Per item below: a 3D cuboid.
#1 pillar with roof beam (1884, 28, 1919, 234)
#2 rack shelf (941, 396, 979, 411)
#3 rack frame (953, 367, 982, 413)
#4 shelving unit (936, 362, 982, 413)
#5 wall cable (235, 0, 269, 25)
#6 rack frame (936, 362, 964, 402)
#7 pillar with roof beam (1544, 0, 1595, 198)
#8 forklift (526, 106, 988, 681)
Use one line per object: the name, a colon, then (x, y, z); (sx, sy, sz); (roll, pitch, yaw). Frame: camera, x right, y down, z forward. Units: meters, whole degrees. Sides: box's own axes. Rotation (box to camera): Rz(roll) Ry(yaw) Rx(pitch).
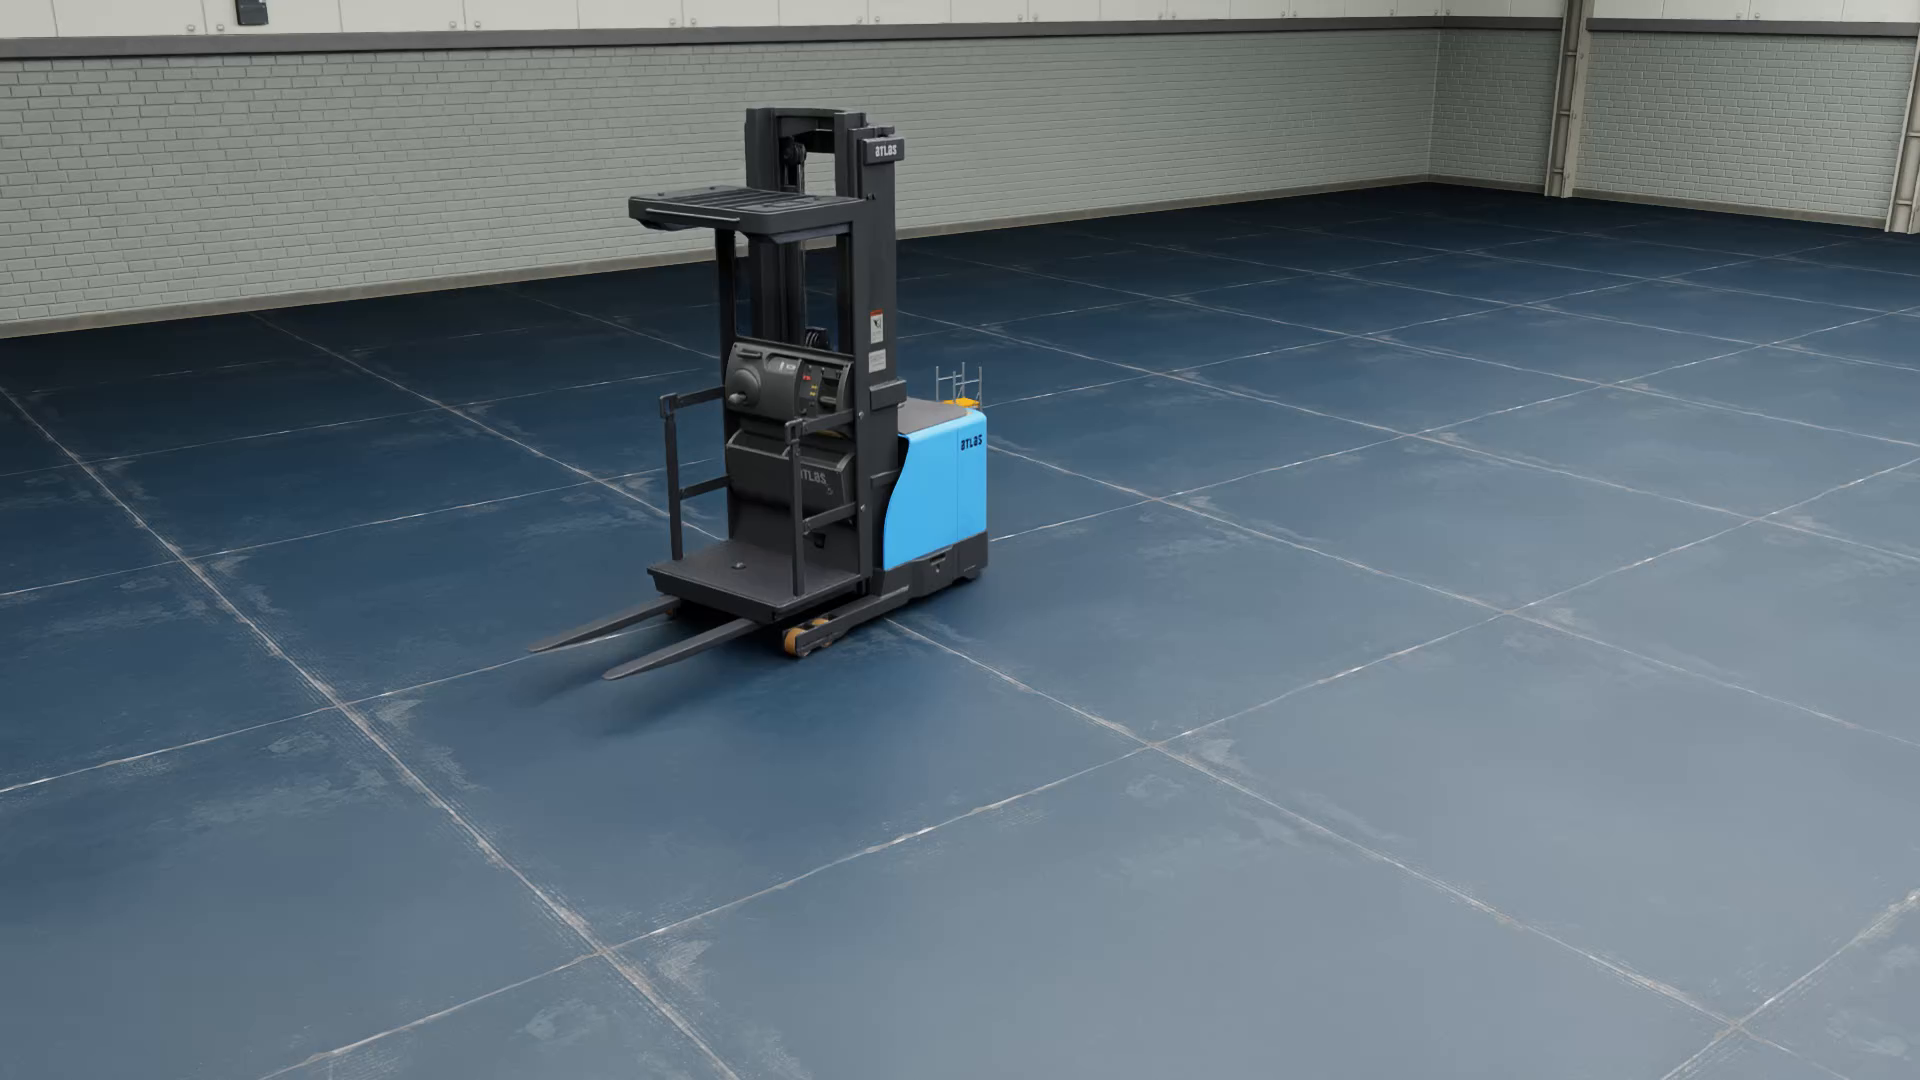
pillar with roof beam: (11.242, -8.215, 21.855); (9.100, 9.000, 0.400); (-14, 23, -36)
rack shelf: (-0.009, -0.873, 11.085); (0.258, 0.103, 0.180); (-14, 23, -36)
rack frame: (0.048, -0.551, 11.117); (0.240, 1.200, 0.006); (-14, 23, -36)
shelving unit: (-0.009, -0.573, 11.185); (0.258, 1.200, 0.189); (-14, 23, -36)
wall cable: (-7.142, -8.833, 18.312); (2.305, 6.003, 0.169); (-14, 23, -36)
rack frame: (-0.066, -0.596, 11.253); (0.240, 1.200, 0.006); (-14, 23, -36)
pillar with roof beam: (7.517, -9.693, 26.320); (9.100, 9.000, 0.400); (-14, 23, -36)
forklift: (-1.125, -0.904, 9.431); (1.130, 2.935, 3.031); (14, 23, 36)
